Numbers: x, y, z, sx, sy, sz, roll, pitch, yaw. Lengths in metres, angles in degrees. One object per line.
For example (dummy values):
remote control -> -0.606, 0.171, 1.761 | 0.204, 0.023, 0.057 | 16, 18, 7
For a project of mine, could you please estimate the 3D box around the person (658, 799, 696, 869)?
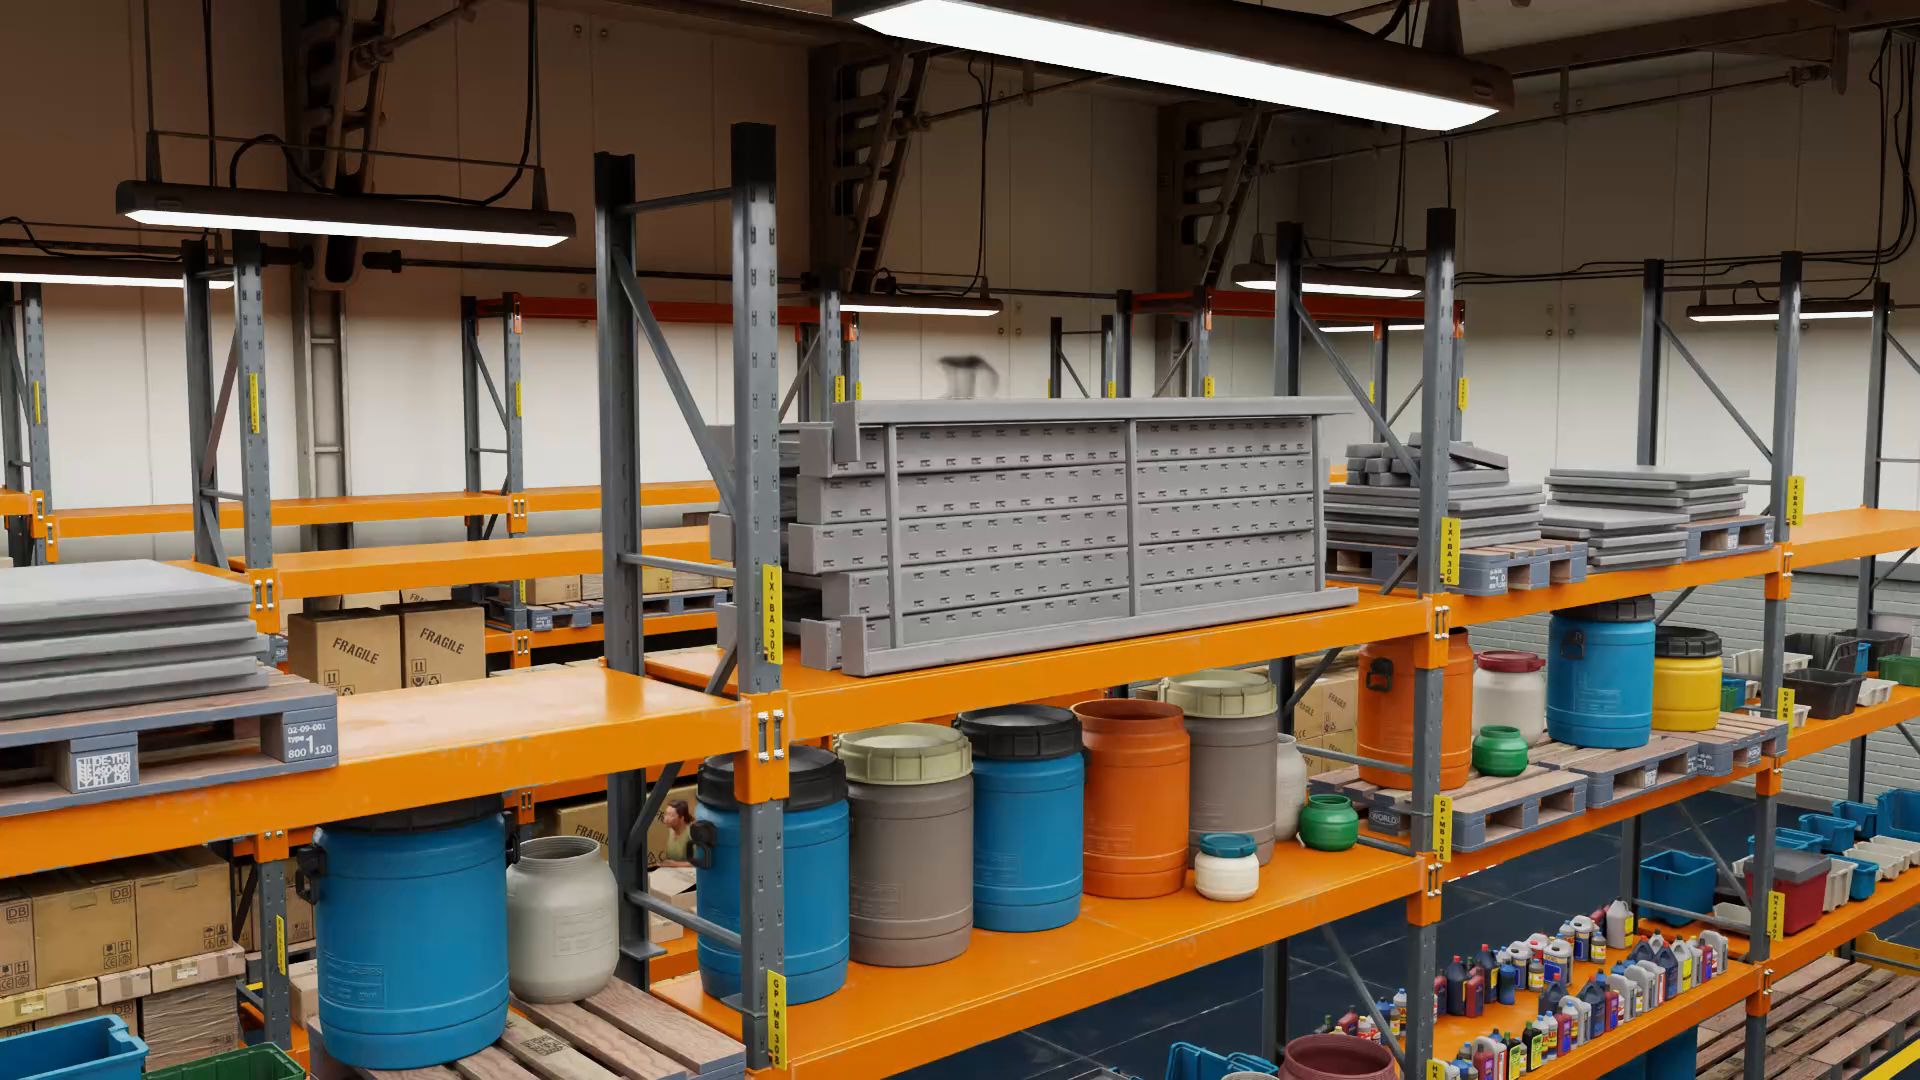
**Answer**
person -> -2.377, 3.010, 14.470 | 0.569, 1.594, 0.683 | 4, 7, 37
